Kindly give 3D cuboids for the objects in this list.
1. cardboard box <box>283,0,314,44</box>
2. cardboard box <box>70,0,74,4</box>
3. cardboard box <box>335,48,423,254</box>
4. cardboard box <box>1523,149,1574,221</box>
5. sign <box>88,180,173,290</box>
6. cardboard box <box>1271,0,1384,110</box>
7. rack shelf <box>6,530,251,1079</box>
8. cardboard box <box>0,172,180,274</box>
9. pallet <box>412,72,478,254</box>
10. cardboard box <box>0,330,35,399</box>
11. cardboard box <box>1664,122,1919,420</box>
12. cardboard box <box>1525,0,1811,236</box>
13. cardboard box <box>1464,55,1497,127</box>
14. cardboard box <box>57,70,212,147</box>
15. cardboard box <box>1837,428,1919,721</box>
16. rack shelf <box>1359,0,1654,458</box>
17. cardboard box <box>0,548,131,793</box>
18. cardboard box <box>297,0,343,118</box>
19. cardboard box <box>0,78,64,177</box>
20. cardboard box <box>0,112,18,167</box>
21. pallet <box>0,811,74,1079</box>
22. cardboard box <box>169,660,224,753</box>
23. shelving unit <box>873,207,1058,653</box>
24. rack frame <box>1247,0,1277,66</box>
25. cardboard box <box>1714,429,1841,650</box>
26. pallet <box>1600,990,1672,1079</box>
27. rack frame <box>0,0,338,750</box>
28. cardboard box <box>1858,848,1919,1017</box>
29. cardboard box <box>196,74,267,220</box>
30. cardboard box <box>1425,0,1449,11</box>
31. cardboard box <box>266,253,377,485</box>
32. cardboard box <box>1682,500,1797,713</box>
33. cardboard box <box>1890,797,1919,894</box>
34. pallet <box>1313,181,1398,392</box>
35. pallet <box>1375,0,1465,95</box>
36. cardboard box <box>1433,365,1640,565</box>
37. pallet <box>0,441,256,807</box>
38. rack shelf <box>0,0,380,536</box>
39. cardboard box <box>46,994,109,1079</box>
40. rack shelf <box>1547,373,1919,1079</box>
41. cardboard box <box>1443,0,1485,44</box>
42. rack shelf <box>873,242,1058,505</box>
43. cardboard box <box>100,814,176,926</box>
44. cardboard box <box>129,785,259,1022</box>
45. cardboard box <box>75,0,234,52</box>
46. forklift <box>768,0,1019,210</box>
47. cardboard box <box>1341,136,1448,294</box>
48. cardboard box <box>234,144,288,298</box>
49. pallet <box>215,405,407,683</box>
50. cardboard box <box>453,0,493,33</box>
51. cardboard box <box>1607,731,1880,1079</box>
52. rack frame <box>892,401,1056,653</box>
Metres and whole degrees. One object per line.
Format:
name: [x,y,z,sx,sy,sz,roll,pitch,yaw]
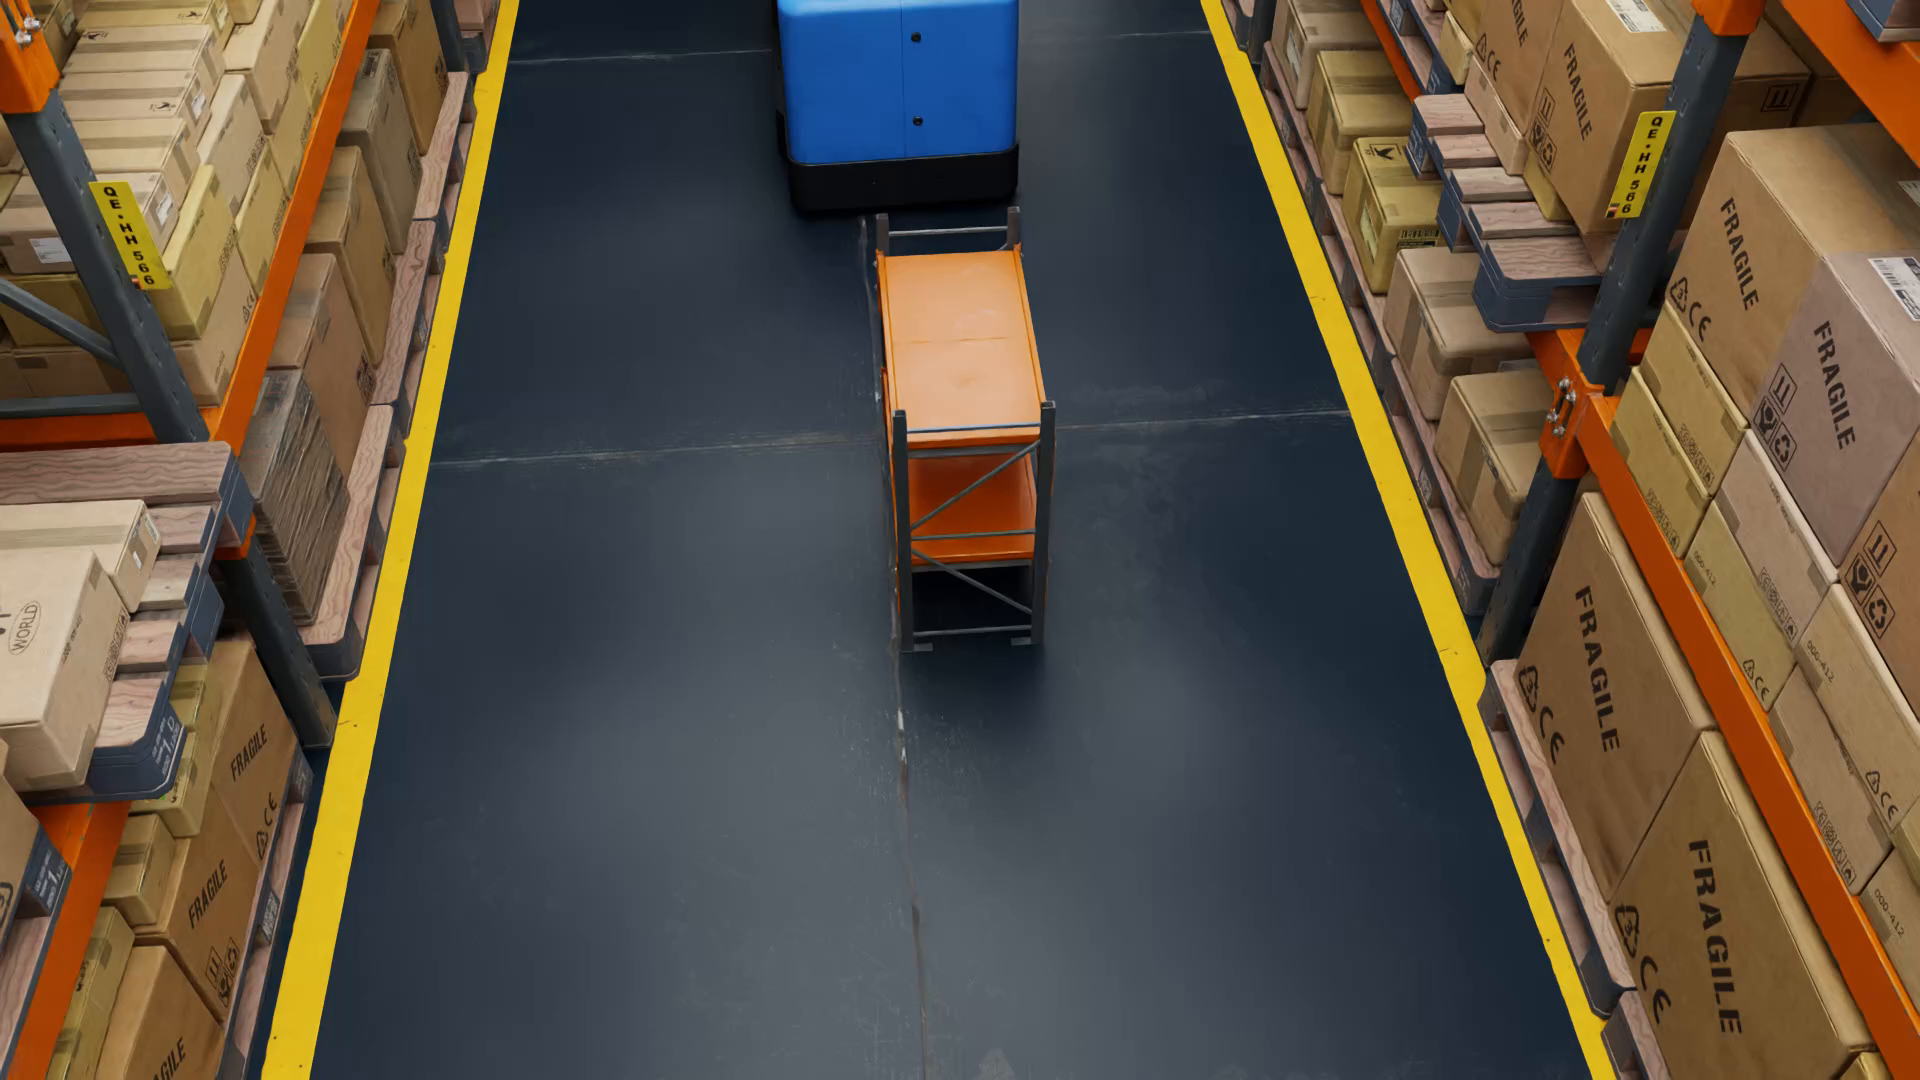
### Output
cardboard box: [-2.543,-1.914,5.756,0.500,0.250,0.500,-3,47,-3]
cardboard box: [-3.076,-1.745,5.321,0.380,0.149,0.250,-4,47,-4]
cardboard box: [-2.838,-1.631,7.075,0.875,0.625,0.625,-4,47,-4]
cardboard box: [1.975,-1.123,5.131,0.380,0.149,0.250,-3,47,-3]
sign: [-2.075,-0.759,4.160,0.100,0.325,0.005,-3,47,-3]
cardboard box: [2.043,-2.408,7.985,0.950,0.372,0.625,-3,47,-3]
rack shelf: [-2.447,1.346,3.404,1.077,0.370,4.000,-3,47,-3]
cardboard box: [-2.348,-0.854,4.477,0.380,0.149,0.250,-2,47,-2]
pallet: [-2.849,-1.752,7.764,1.003,0.211,1.213,-3,47,-3]
cardboard box: [-2.907,-0.606,4.861,0.500,0.250,0.500,-4,47,-4]
cardboard box: [2.129,-0.659,4.050,0.500,0.500,0.500,-5,47,-5]
cardboard box: [2.016,-1.245,4.801,0.500,0.500,0.500,-5,47,-4]
cardboard box: [1.896,-1.485,5.474,0.380,0.149,0.250,-5,47,-5]
cardboard box: [-2.419,-1.231,4.835,0.380,0.149,0.250,-2,47,-2]
cardboard box: [2.208,0.075,3.356,0.500,0.500,0.500,-2,47,-2]
rack shelf: [2.164,-1.852,6.433,1.077,0.370,4.000,-3,47,-3]
cardboard box: [-2.204,0.303,3.711,0.500,0.250,0.500,-5,47,-5]
cardboard box: [-2.537,-1.744,5.939,0.500,0.250,0.500,-2,47,-2]
cardboard box: [-2.974,-1.146,5.029,0.500,0.250,0.500,-3,47,-3]
cardboard box: [-2.938,-1.202,4.807,0.380,0.149,0.250,-4,47,-3]
pallet: [-2.447,1.125,3.251,1.003,0.211,1.213,-3,47,-3]
cardboard box: [-2.321,0.486,4.709,0.380,0.149,0.250,-6,47,-5]
shelving unit: [0.001,-0.382,5.837,0.538,1.125,1.048,-3,47,-3]
rack frame: [1.996,-3.546,7.543,1.000,3.000,0.127,-3,47,-3]
cardboard box: [2.170,-0.017,3.959,0.500,0.250,0.500,-2,47,-2]
pallet: [2.421,1.762,4.436,1.003,0.211,1.213,-3,47,-3]
rack frame: [-2.615,-0.348,4.514,1.000,3.000,0.127,-3,47,-3]
cardboard box: [2.265,0.876,3.458,0.500,0.250,0.500,-3,47,-3]
cardboard box: [-2.449,-1.166,5.048,0.500,0.250,0.500,-2,47,-2]
cardboard box: [1.861,-2.049,6.009,0.380,0.149,0.250,-5,47,-5]
cardboard box: [-2.716,-0.600,6.099,0.875,0.625,0.625,-2,47,-2]
cardboard box: [2.182,0.139,4.156,0.500,0.250,0.500,-5,47,-4]
cardboard box: [2.228,0.712,3.269,0.500,0.250,0.500,-3,47,-3]
pallet: [2.168,-1.140,7.184,1.003,0.211,1.213,-3,47,-3]
pallet: [2.125,-2.016,6.226,1.003,0.211,1.213,-3,47,-3]
cardboard box: [2.294,-0.302,5.991,0.950,0.372,0.625,-6,47,-6]
pallet: [-2.488,0.204,4.123,1.213,0.211,1.003,-3,47,-3]
rack shelf: [-2.782,-1.548,6.145,1.077,0.370,4.000,-3,47,-3]
cardboard box: [-2.291,1.249,3.987,0.380,0.149,0.250,-4,47,-4]
rack shelf: [2.499,1.042,3.693,1.077,0.370,4.000,-3,47,-3]
cardboard box: [1.918,-1.984,5.500,0.500,0.500,0.500,-6,47,-6]
rack shelf: [0.001,-0.583,5.624,0.538,0.278,1.000,-3,47,-3]
cardboard box: [-2.289,0.875,4.341,0.380,0.149,0.250,-5,47,-5]
cardboard box: [-2.334,1.023,4.648,0.500,0.500,0.500,-4,47,-4]
cardboard box: [-2.504,-1.600,5.183,0.380,0.149,0.250,-3,47,-3]
forklift: [-0.421,-3.587,7.628,1.130,2.935,3.031,-5,47,-5]
cardboard box: [2.166,-1.385,7.016,0.950,0.372,0.625,-2,47,-2]
cardboard box: [-2.446,-0.996,5.231,0.500,0.250,0.500,-4,47,-4]
pallet: [-2.645,0.013,6.092,1.003,0.211,1.213,-3,47,-3]
cardboard box: [-2.660,-2.811,8.451,0.500,0.250,0.500,-3,47,-3]
cardboard box: [2.377,1.084,4.331,0.875,0.875,0.875,-3,47,-3]
rack frame: [0.043,-0.014,5.489,0.500,1.125,0.032,-3,47,-3]
